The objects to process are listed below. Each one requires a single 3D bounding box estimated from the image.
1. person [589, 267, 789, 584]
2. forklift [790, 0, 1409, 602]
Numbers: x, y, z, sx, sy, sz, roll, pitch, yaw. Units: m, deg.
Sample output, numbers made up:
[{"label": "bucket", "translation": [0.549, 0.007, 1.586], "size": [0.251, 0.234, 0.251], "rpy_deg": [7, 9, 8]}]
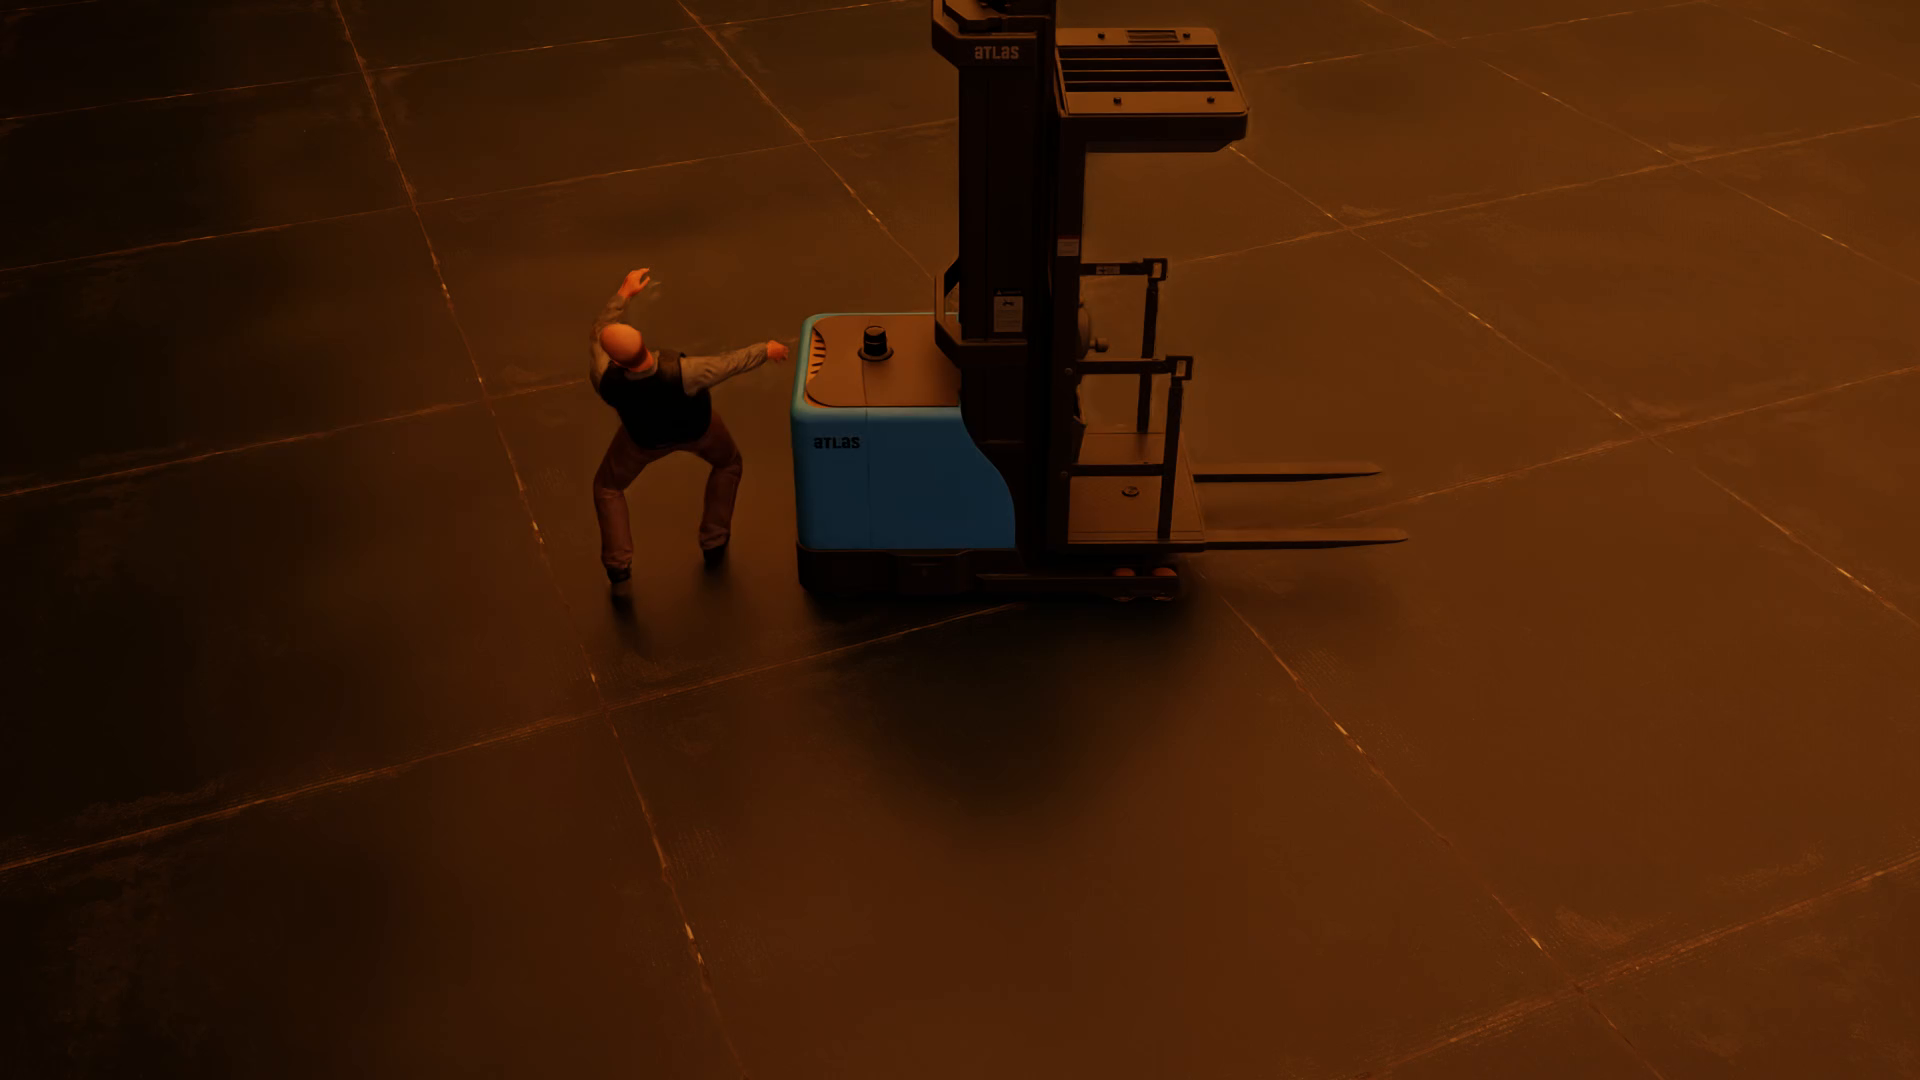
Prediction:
[{"label": "person", "translation": [-1.314, -0.551, 8.105], "size": [1.051, 1.464, 0.711], "rpy_deg": [-10, 37, -13]}, {"label": "forklift", "translation": [0.710, -1.200, 7.786], "size": [3.031, 2.935, 1.130], "rpy_deg": [0, 35, -1]}]
